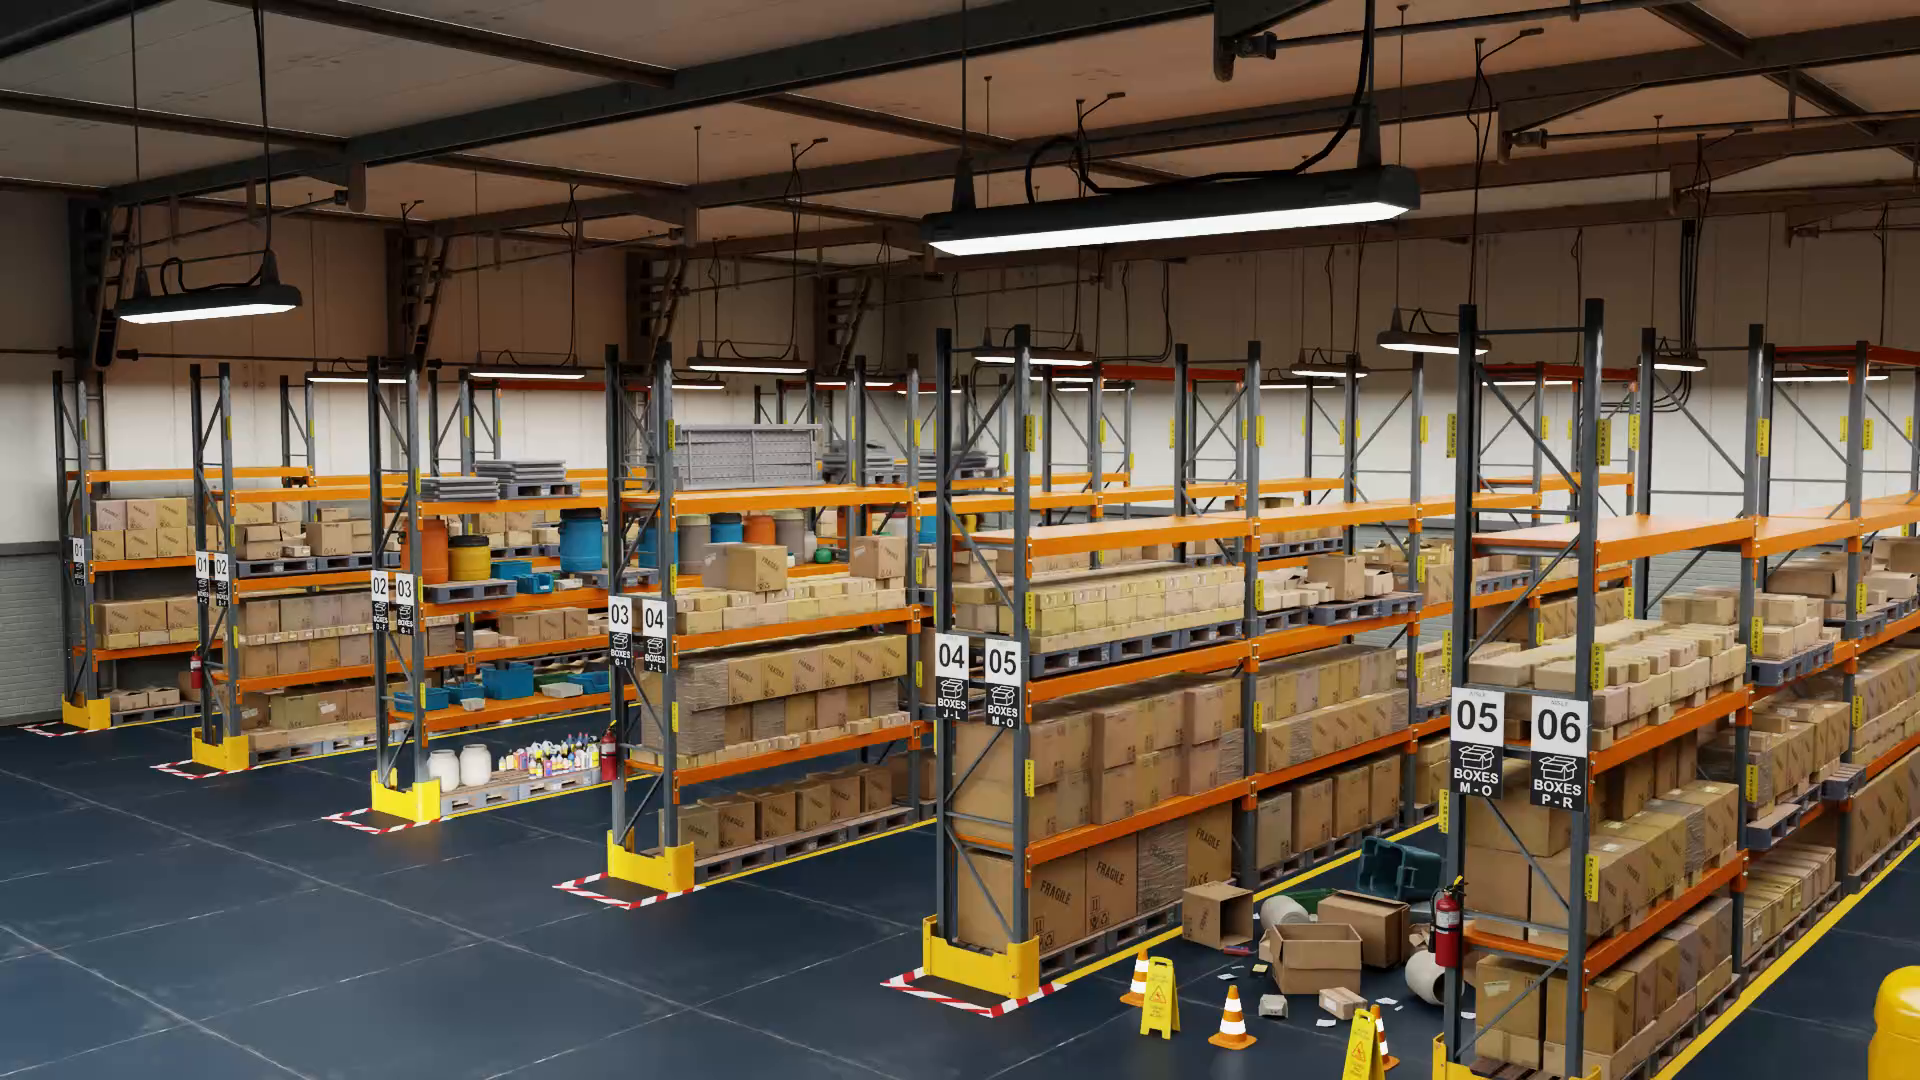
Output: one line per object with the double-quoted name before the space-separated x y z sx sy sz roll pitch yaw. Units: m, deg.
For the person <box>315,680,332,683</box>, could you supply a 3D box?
"person" -10.679 2.336 27.861 0.641 1.721 1.039 4 6 42
